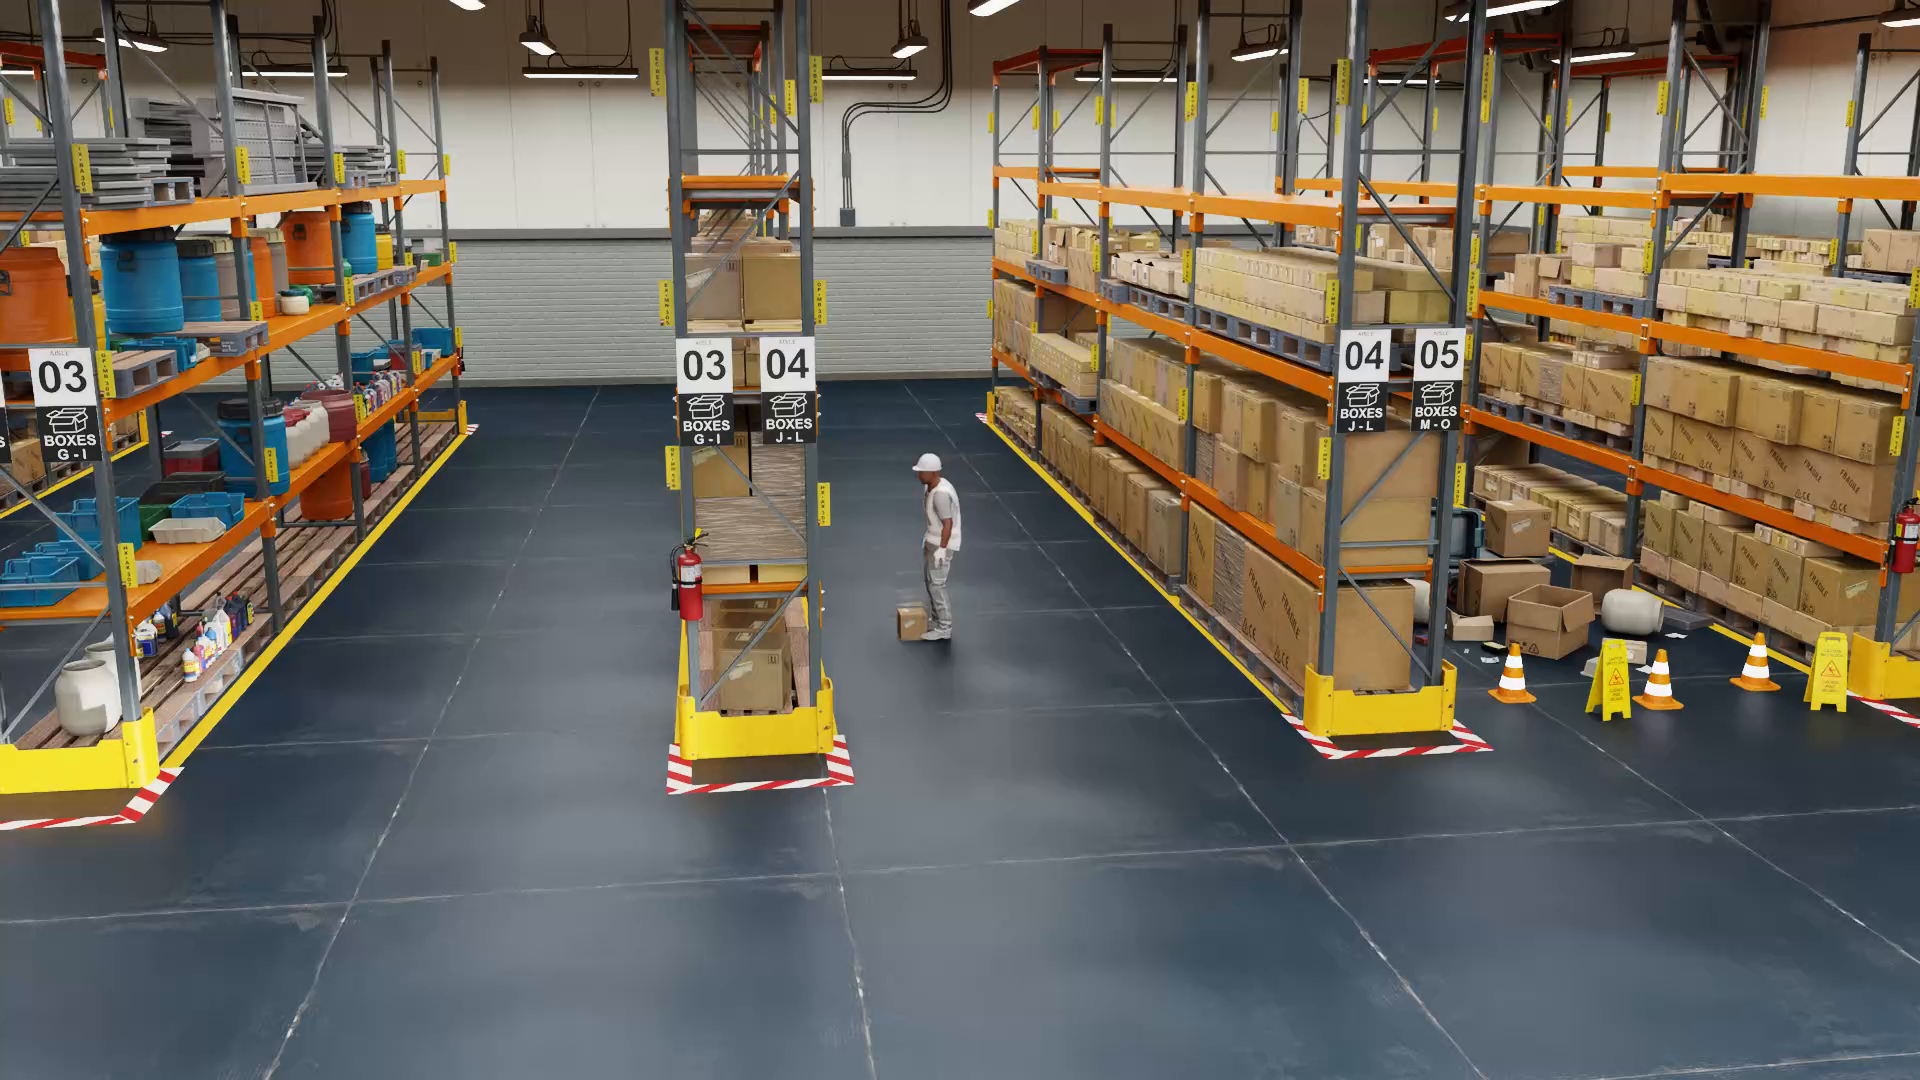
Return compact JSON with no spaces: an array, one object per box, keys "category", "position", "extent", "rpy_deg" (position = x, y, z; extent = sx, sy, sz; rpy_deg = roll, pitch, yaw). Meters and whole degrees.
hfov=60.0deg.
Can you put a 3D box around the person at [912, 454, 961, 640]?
[{"category":"person","position":[-0.229,0.052,15.738],"extent":[0.452,1.772,0.616],"rpy_deg":[-3,13,-11]}]
